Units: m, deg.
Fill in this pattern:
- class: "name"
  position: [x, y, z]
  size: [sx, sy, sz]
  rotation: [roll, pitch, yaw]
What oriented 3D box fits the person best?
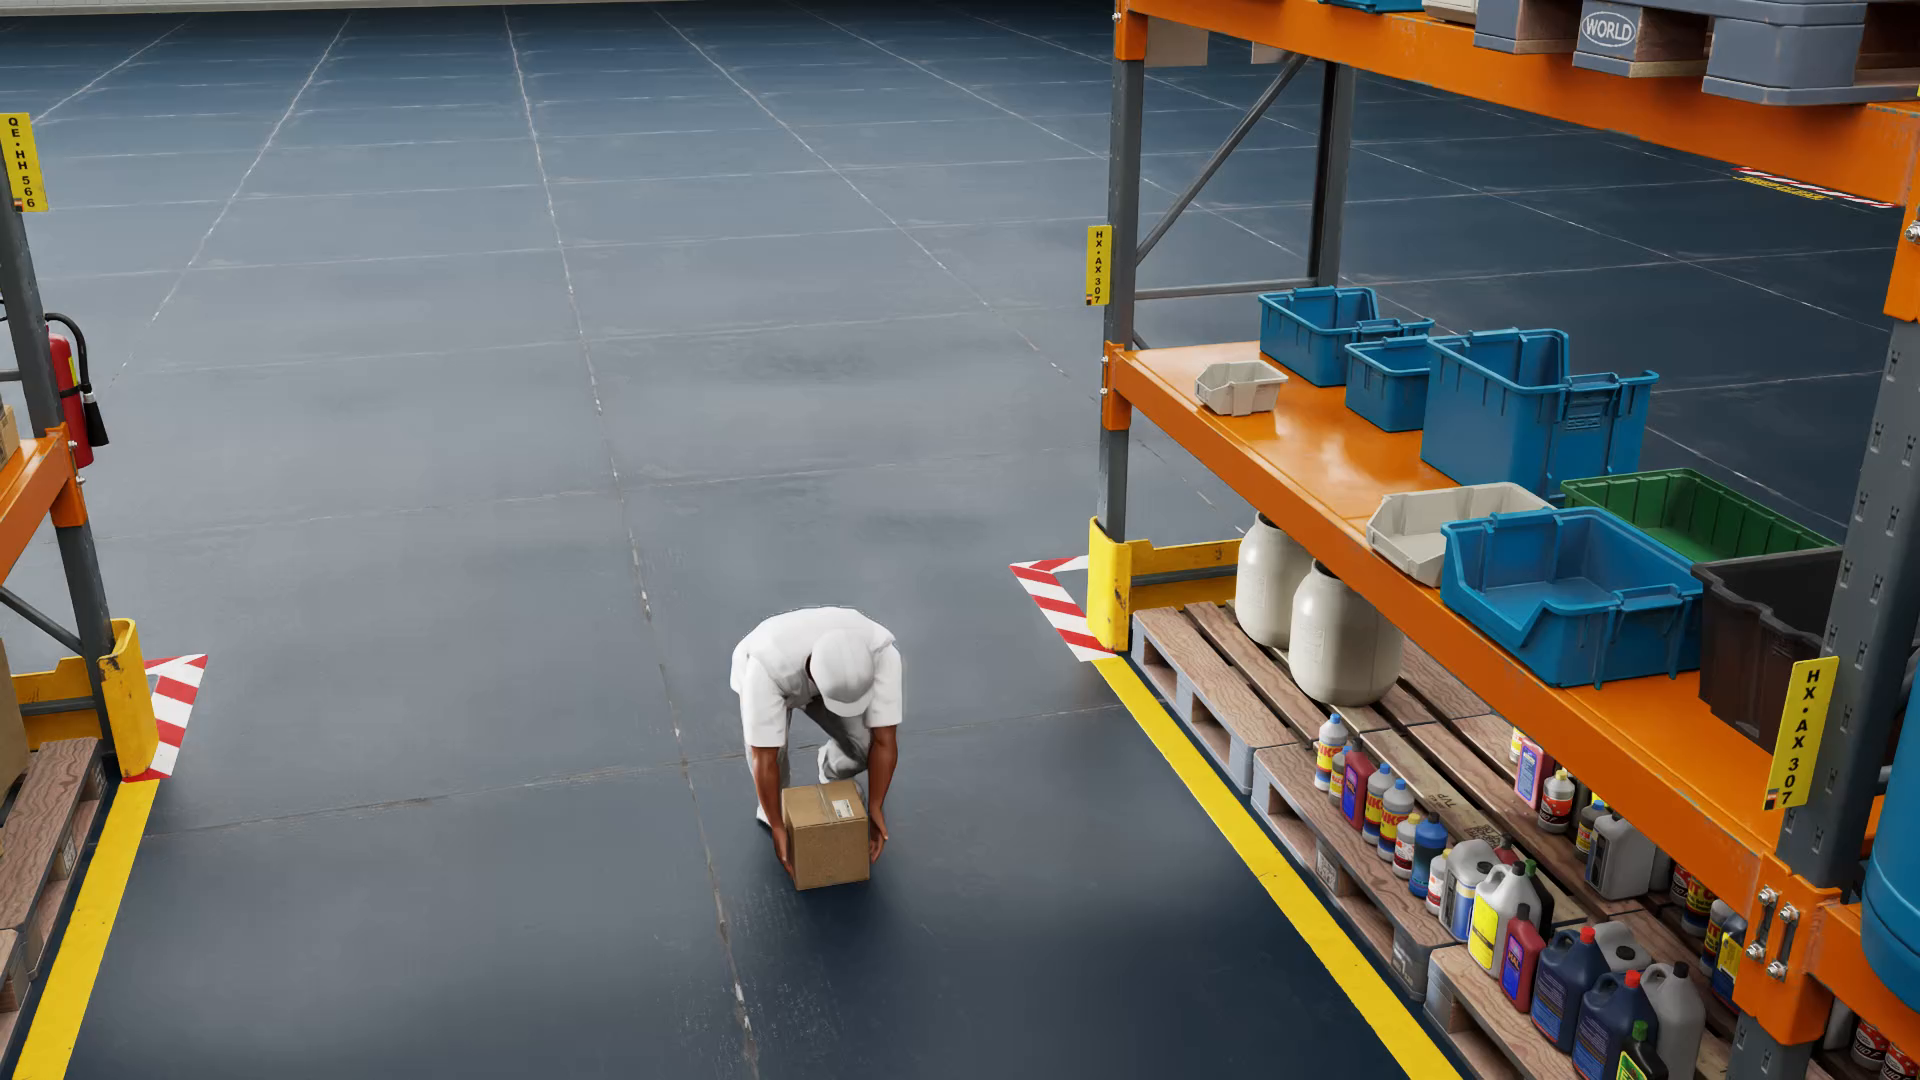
- class: "person"
  position: [-0.495, 0.584, 5.808]
  size: [0.560, 0.895, 0.895]
  rotation: [-6, 24, -14]
